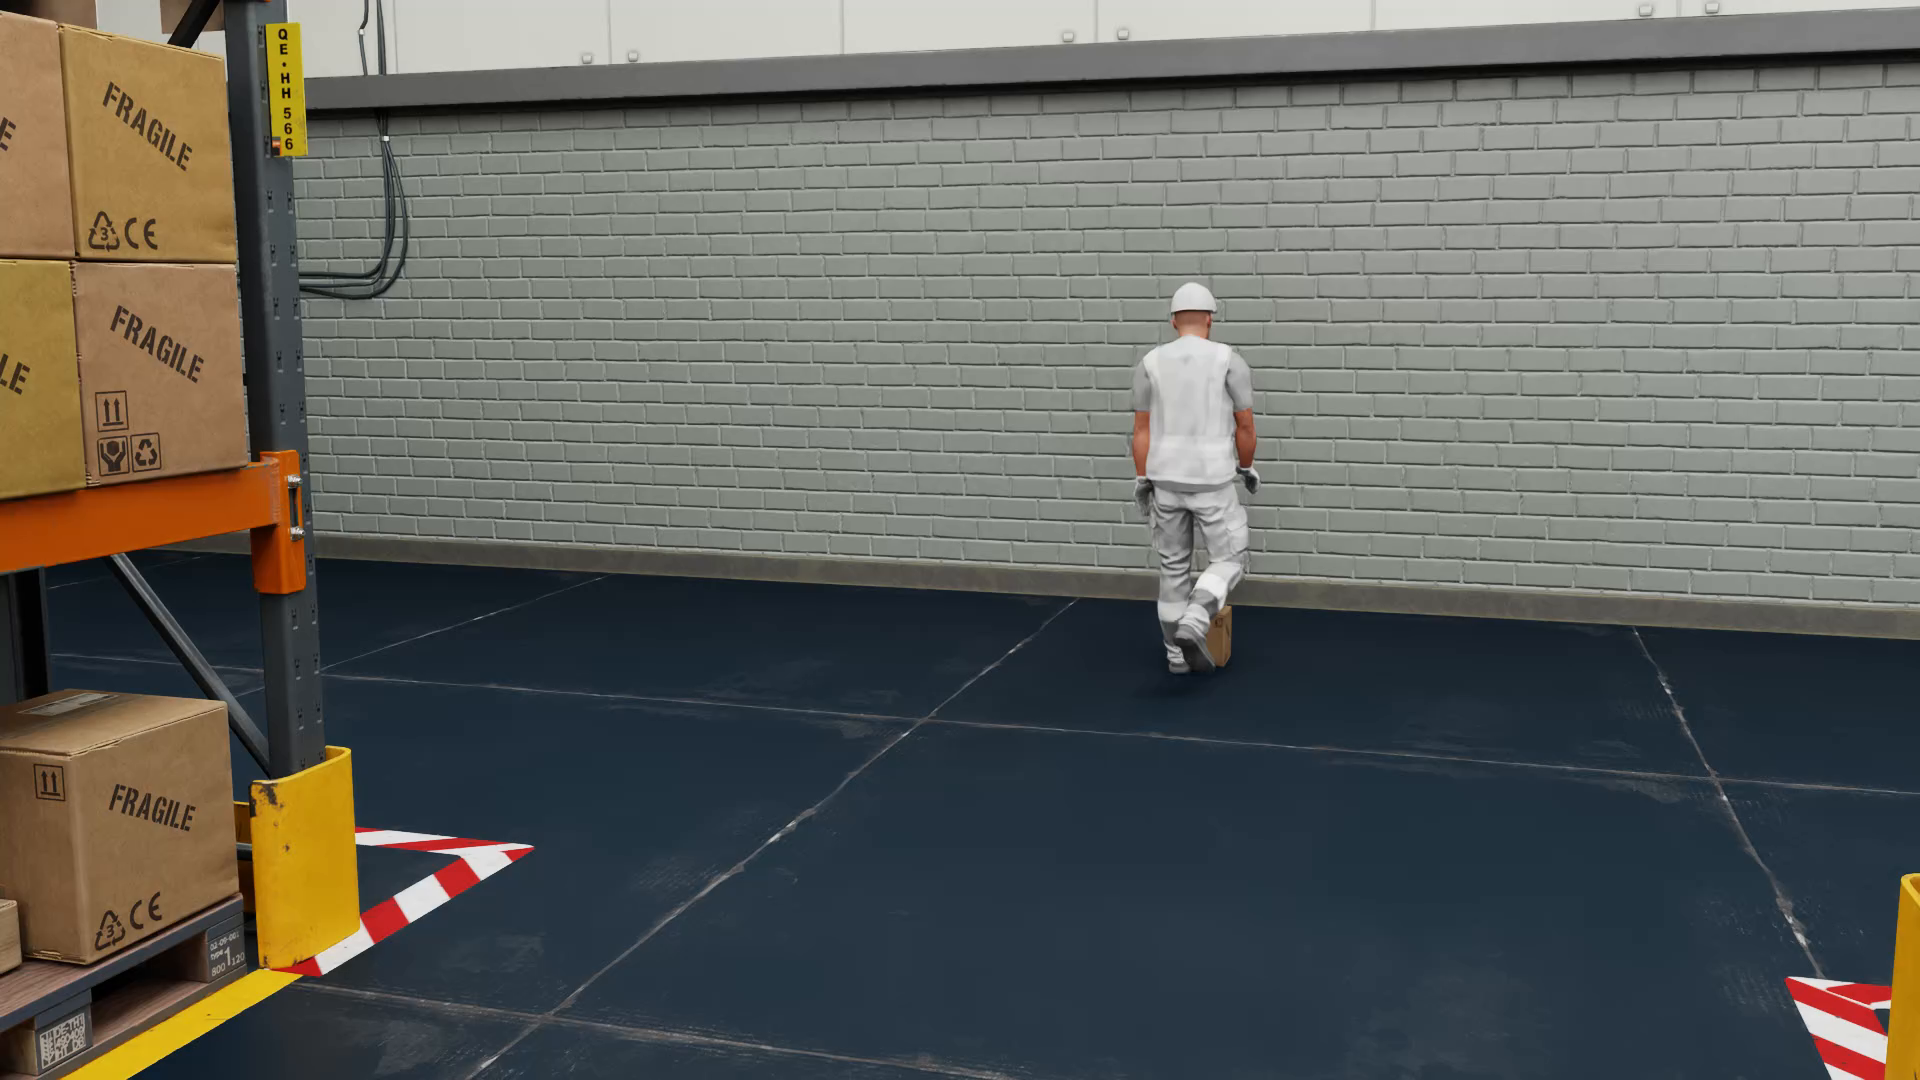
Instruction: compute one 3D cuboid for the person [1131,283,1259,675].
[{"bbox_3d":[1.030,-0.246,7.407,0.537,1.779,0.770,4,9,23],"label":"person"}]
